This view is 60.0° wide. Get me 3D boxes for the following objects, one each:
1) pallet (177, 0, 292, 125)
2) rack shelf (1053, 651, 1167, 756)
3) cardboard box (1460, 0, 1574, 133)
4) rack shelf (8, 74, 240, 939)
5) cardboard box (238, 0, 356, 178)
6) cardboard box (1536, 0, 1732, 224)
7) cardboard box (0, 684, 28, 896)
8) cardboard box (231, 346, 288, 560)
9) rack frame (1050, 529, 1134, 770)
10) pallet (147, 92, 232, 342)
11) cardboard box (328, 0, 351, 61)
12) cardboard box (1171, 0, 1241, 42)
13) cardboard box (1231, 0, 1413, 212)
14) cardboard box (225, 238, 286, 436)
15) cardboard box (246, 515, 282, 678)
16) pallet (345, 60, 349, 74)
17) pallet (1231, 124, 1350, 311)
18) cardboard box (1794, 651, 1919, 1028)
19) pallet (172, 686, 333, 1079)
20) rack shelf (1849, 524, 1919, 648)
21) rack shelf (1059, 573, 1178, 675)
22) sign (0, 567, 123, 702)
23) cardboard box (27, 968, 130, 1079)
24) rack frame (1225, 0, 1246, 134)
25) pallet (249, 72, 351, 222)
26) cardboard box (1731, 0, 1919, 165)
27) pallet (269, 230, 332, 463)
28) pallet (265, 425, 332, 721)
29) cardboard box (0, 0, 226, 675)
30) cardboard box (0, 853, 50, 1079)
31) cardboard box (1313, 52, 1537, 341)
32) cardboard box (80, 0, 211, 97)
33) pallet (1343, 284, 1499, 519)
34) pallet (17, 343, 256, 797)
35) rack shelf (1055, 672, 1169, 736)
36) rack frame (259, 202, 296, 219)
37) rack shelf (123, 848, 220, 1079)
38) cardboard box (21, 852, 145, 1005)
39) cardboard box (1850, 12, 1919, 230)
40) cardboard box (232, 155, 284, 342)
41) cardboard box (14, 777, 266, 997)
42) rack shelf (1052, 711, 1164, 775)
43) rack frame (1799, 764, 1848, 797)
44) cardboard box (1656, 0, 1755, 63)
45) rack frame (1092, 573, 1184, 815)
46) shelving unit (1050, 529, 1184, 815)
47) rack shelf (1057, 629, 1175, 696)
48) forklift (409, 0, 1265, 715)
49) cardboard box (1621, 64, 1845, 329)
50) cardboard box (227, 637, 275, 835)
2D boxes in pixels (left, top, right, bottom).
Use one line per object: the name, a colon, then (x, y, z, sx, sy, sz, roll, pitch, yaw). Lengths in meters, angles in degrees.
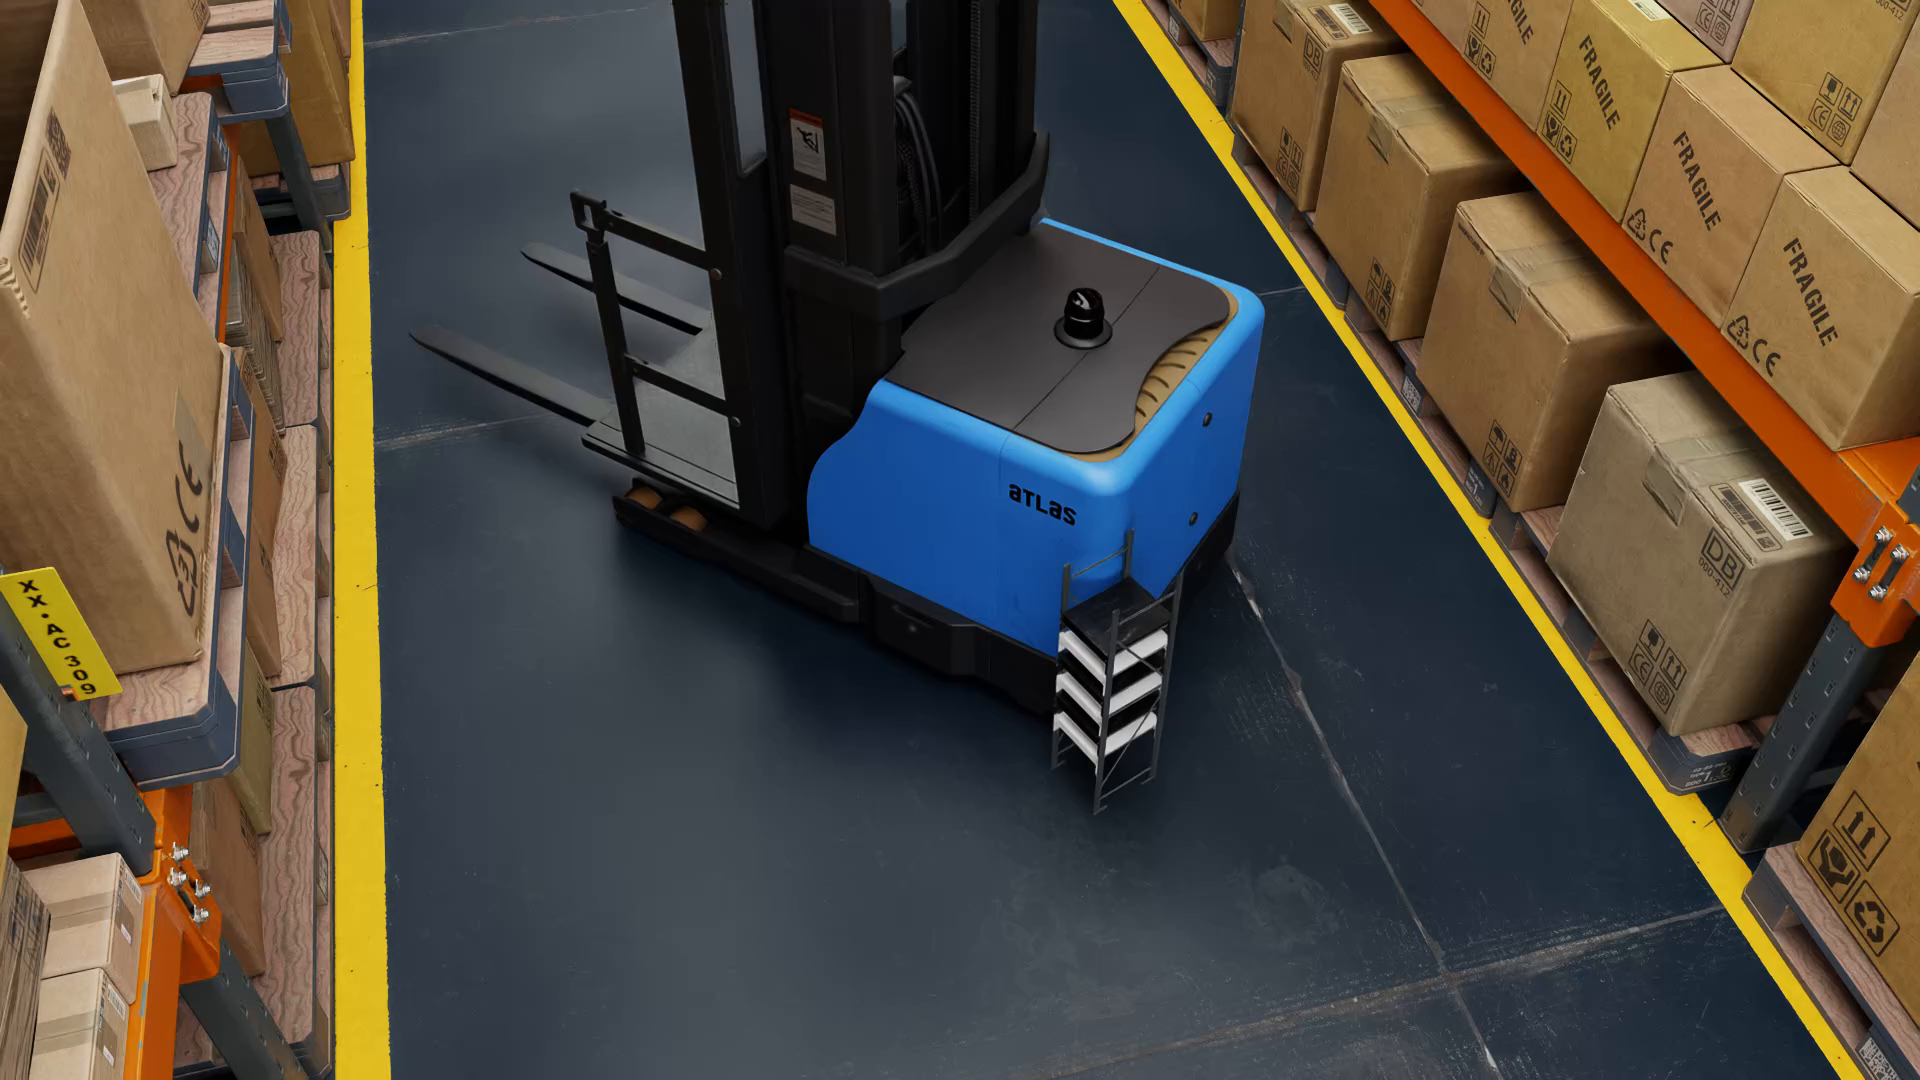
pallet: (-2.821, -1.646, 5.397, 1.213, 0.211, 1.003, -11, 47, -10)
rack shelf: (0.434, 0.419, 4.760, 0.258, 0.252, 0.200, -27, 51, -24)
cardboard box: (1.956, -1.655, 5.202, 0.500, 0.500, 0.500, -11, 47, -11)
rack shelf: (-2.594, -0.553, 4.695, 1.077, 0.370, 4.000, -11, 47, -10)
cardboard box: (-3.262, -2.069, 6.871, 1.225, 0.875, 0.875, -13, 47, -12)
cardboard box: (2.088, -1.305, 4.859, 0.500, 0.500, 0.500, -10, 46, -10)
cardboard box: (-1.701, 0.347, 2.331, 0.500, 0.500, 0.500, -11, 47, -10)
cardboard box: (-2.609, -0.235, 5.322, 0.700, 0.500, 0.500, -7, 46, -7)
rack frame: (0.375, 0.335, 4.792, 0.240, 0.900, 0.006, -27, 51, -24)
pallet: (-2.560, -0.759, 4.528, 1.003, 0.211, 1.213, -11, 47, -10)
cardboard box: (-3.483, -2.686, 7.476, 1.225, 0.875, 0.875, -11, 47, -10)
cardboard box: (1.293, -2.701, 7.753, 0.500, 0.500, 0.500, -11, 47, -11)
cardboard box: (0.328, 0.007, 4.582, 5.455, 1.239, 5.693, -11, 47, -11)
cardboard box: (-2.761, -0.625, 5.704, 0.700, 0.500, 0.500, -14, 47, -14)
cardboard box: (-2.466, 0.150, 4.945, 0.700, 0.500, 0.500, -14, 47, -14)
pallet: (-3.544, -2.608, 8.158, 1.003, 0.211, 1.213, -11, 47, -10)
pallet: (1.844, -1.488, 7.061, 1.003, 0.211, 1.213, -11, 47, -10)
cardboard box: (2.832, 0.783, 4.076, 0.875, 0.875, 0.875, -10, 46, -10)
pallet: (-2.283, 1.015, 4.608, 1.003, 0.211, 1.213, -11, 47, -10)
rack shelf: (3.251, 1.372, 2.809, 1.077, 0.370, 4.000, -11, 47, -10)
rack shelf: (6.757, -0.127, 3.185, 9.713, 2.546, 8.719, -27, 51, -24)
sign: (-1.559, 0.169, 2.878, 0.100, 0.325, 0.005, -11, 47, -10)
cardboard box: (-1.688, 0.933, 2.911, 0.380, 0.149, 0.250, -11, 47, -10)
rack frame: (1.715, -3.023, 6.612, 1.000, 3.000, 0.127, -11, 47, -10)
pallet: (-3.235, -1.768, 7.334, 1.003, 0.211, 1.213, -11, 47, -10)
cardboard box: (2.472, -1.342, 4.195, 0.700, 0.500, 0.500, -11, 47, -11)
pallet: (-10.761, -1.232, 6.809, 15.783, 0.211, 6.755, -11, 47, -10)
pallet: (-2.599, 0.171, 5.435, 1.003, 0.211, 1.213, -11, 47, -10)
cardboard box: (-2.150, -0.355, 3.284, 1.000, 1.000, 1.000, -10, 46, -10)
cardboard box: (-2.026, 0.759, 2.628, 0.875, 0.500, 0.500, -11, 47, -10)
cardboard box: (2.011, -1.342, 6.246, 1.050, 0.750, 0.750, -10, 46, -10)
cardboard box: (-2.689, -1.635, 4.888, 0.700, 0.500, 0.500, -4, 46, -4)
pallet: (2.152, -0.648, 6.237, 1.003, 0.211, 1.213, -11, 47, -10)
pallet: (-2.137, 0.089, 3.697, 1.003, 0.211, 1.213, -11, 47, -10)
rack shelf: (0.434, 0.417, 4.758, 0.258, 0.077, 0.200, -27, 51, -24)
rack frame: (-3.103, -2.186, 5.792, 0.949, 2.616, 0.053, -11, 47, -10)
rack shelf: (-1.570, 2.209, 1.989, 1.077, 0.370, 4.000, -11, 47, -10)
cardboard box: (-1.743, 0.759, 3.082, 0.380, 0.149, 0.250, -11, 47, -10)
cardboard box: (2.606, -0.988, 3.848, 0.700, 0.500, 0.500, -11, 47, -11)
cardboard box: (-2.915, -1.006, 6.077, 0.700, 0.500, 0.500, -13, 47, -12)
cardboard box: (-2.218, 0.869, 4.240, 0.700, 0.500, 0.500, -14, 47, -13)
rack shelf: (0.434, 0.543, 4.886, 0.258, 0.077, 0.200, -27, 51, -24)
rack frame: (2.735, -0.260, 3.905, 0.949, 2.616, 0.053, -11, 47, -10)
cardboard box: (2.343, -1.691, 4.537, 0.700, 0.500, 0.500, -10, 46, -10)
rack frame: (0.493, 0.453, 4.676, 0.240, 0.900, 0.006, -27, 51, -24)
shelving unit: (6.756, 0.098, 3.418, 9.713, 3.194, 8.724, -27, 51, -24)
rack shelf: (0.434, 0.291, 4.629, 0.258, 0.077, 0.200, -27, 51, -24)
forklift: (-3.842, -1.471, 5.139, 8.841, 2.935, 4.090, 24, 50, 22)
cardboard box: (2.217, -0.956, 4.517, 0.500, 0.500, 0.500, -11, 47, -11)
cardboard box: (-2.322, 0.537, 4.566, 0.700, 0.500, 0.500, -11, 47, -11)
